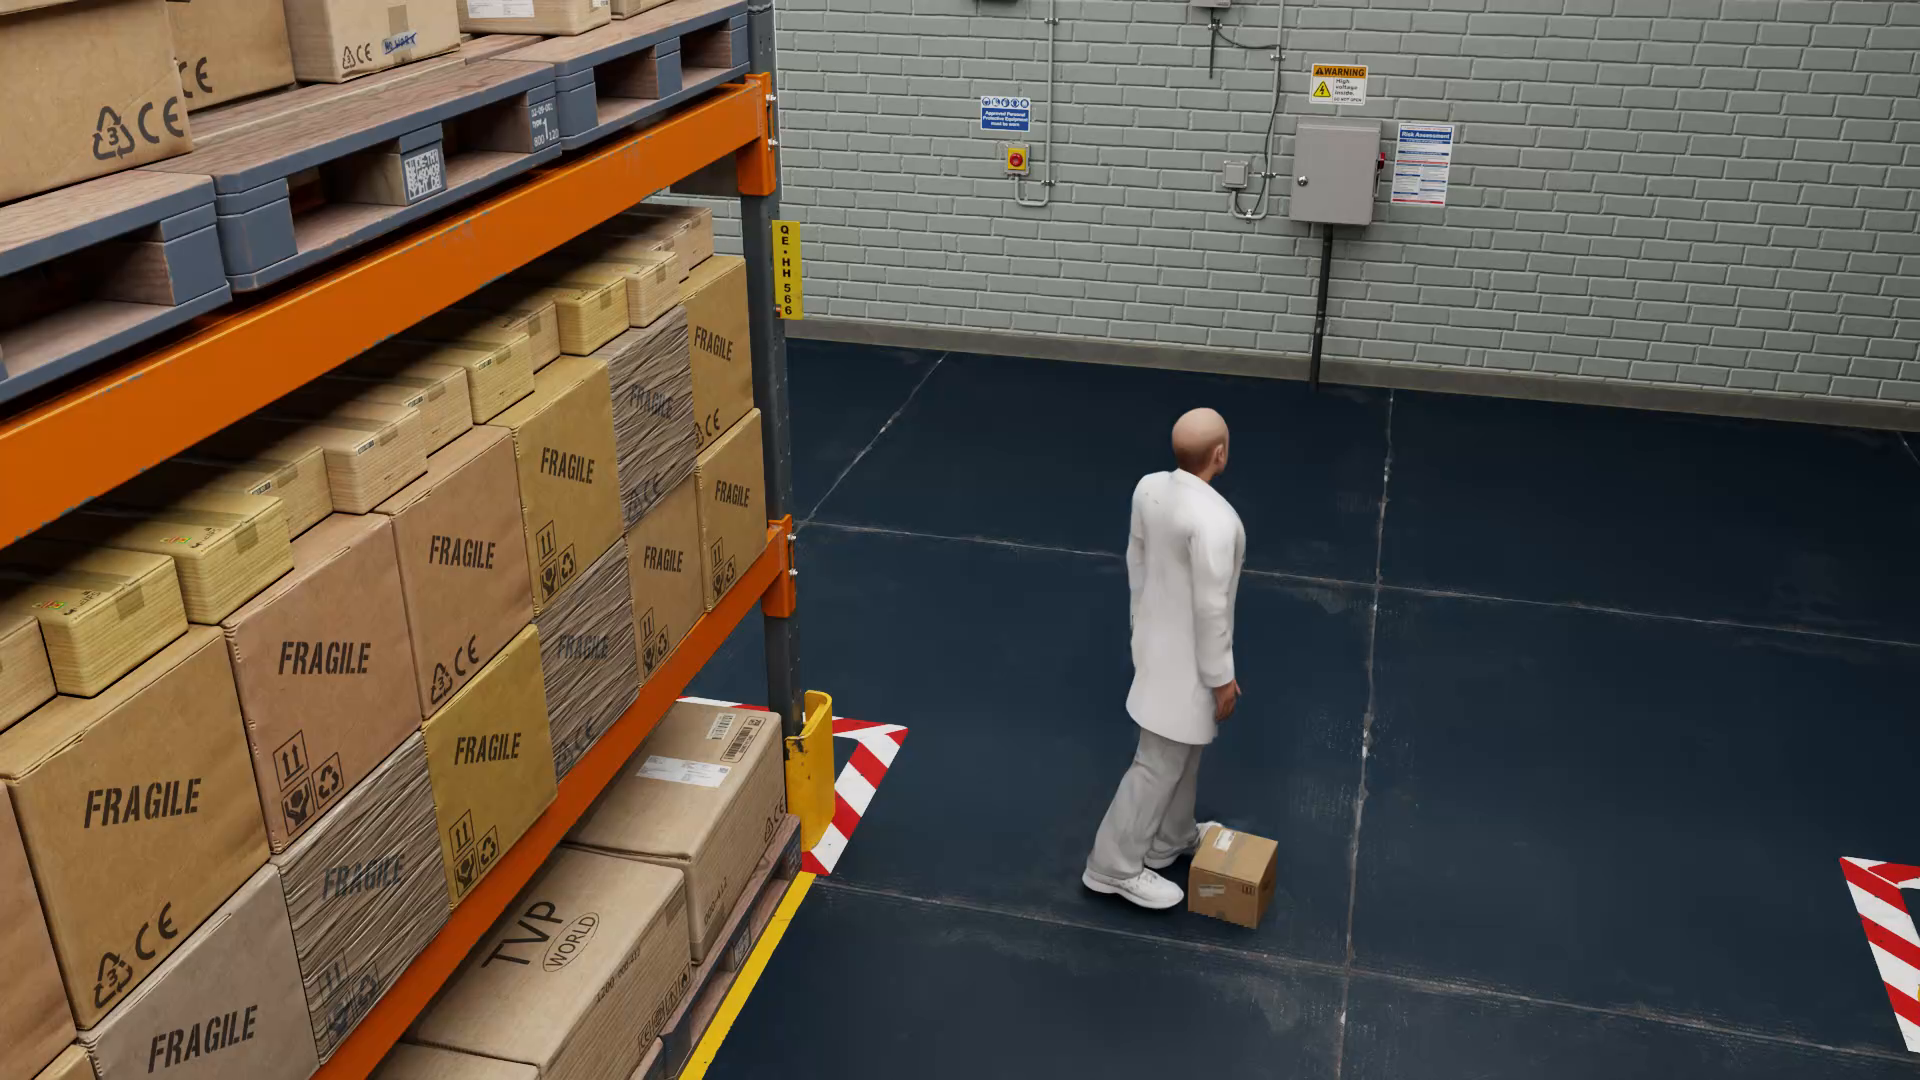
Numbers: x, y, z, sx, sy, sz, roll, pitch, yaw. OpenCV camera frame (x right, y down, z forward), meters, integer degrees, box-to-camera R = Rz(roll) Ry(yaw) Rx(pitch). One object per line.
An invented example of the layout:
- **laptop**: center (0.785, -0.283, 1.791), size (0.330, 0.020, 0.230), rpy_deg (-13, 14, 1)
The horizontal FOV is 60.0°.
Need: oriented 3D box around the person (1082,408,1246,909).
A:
- **person**: center (0.725, 0.404, 5.760), size (0.630, 1.767, 0.597), rpy_deg (-8, 26, -16)
